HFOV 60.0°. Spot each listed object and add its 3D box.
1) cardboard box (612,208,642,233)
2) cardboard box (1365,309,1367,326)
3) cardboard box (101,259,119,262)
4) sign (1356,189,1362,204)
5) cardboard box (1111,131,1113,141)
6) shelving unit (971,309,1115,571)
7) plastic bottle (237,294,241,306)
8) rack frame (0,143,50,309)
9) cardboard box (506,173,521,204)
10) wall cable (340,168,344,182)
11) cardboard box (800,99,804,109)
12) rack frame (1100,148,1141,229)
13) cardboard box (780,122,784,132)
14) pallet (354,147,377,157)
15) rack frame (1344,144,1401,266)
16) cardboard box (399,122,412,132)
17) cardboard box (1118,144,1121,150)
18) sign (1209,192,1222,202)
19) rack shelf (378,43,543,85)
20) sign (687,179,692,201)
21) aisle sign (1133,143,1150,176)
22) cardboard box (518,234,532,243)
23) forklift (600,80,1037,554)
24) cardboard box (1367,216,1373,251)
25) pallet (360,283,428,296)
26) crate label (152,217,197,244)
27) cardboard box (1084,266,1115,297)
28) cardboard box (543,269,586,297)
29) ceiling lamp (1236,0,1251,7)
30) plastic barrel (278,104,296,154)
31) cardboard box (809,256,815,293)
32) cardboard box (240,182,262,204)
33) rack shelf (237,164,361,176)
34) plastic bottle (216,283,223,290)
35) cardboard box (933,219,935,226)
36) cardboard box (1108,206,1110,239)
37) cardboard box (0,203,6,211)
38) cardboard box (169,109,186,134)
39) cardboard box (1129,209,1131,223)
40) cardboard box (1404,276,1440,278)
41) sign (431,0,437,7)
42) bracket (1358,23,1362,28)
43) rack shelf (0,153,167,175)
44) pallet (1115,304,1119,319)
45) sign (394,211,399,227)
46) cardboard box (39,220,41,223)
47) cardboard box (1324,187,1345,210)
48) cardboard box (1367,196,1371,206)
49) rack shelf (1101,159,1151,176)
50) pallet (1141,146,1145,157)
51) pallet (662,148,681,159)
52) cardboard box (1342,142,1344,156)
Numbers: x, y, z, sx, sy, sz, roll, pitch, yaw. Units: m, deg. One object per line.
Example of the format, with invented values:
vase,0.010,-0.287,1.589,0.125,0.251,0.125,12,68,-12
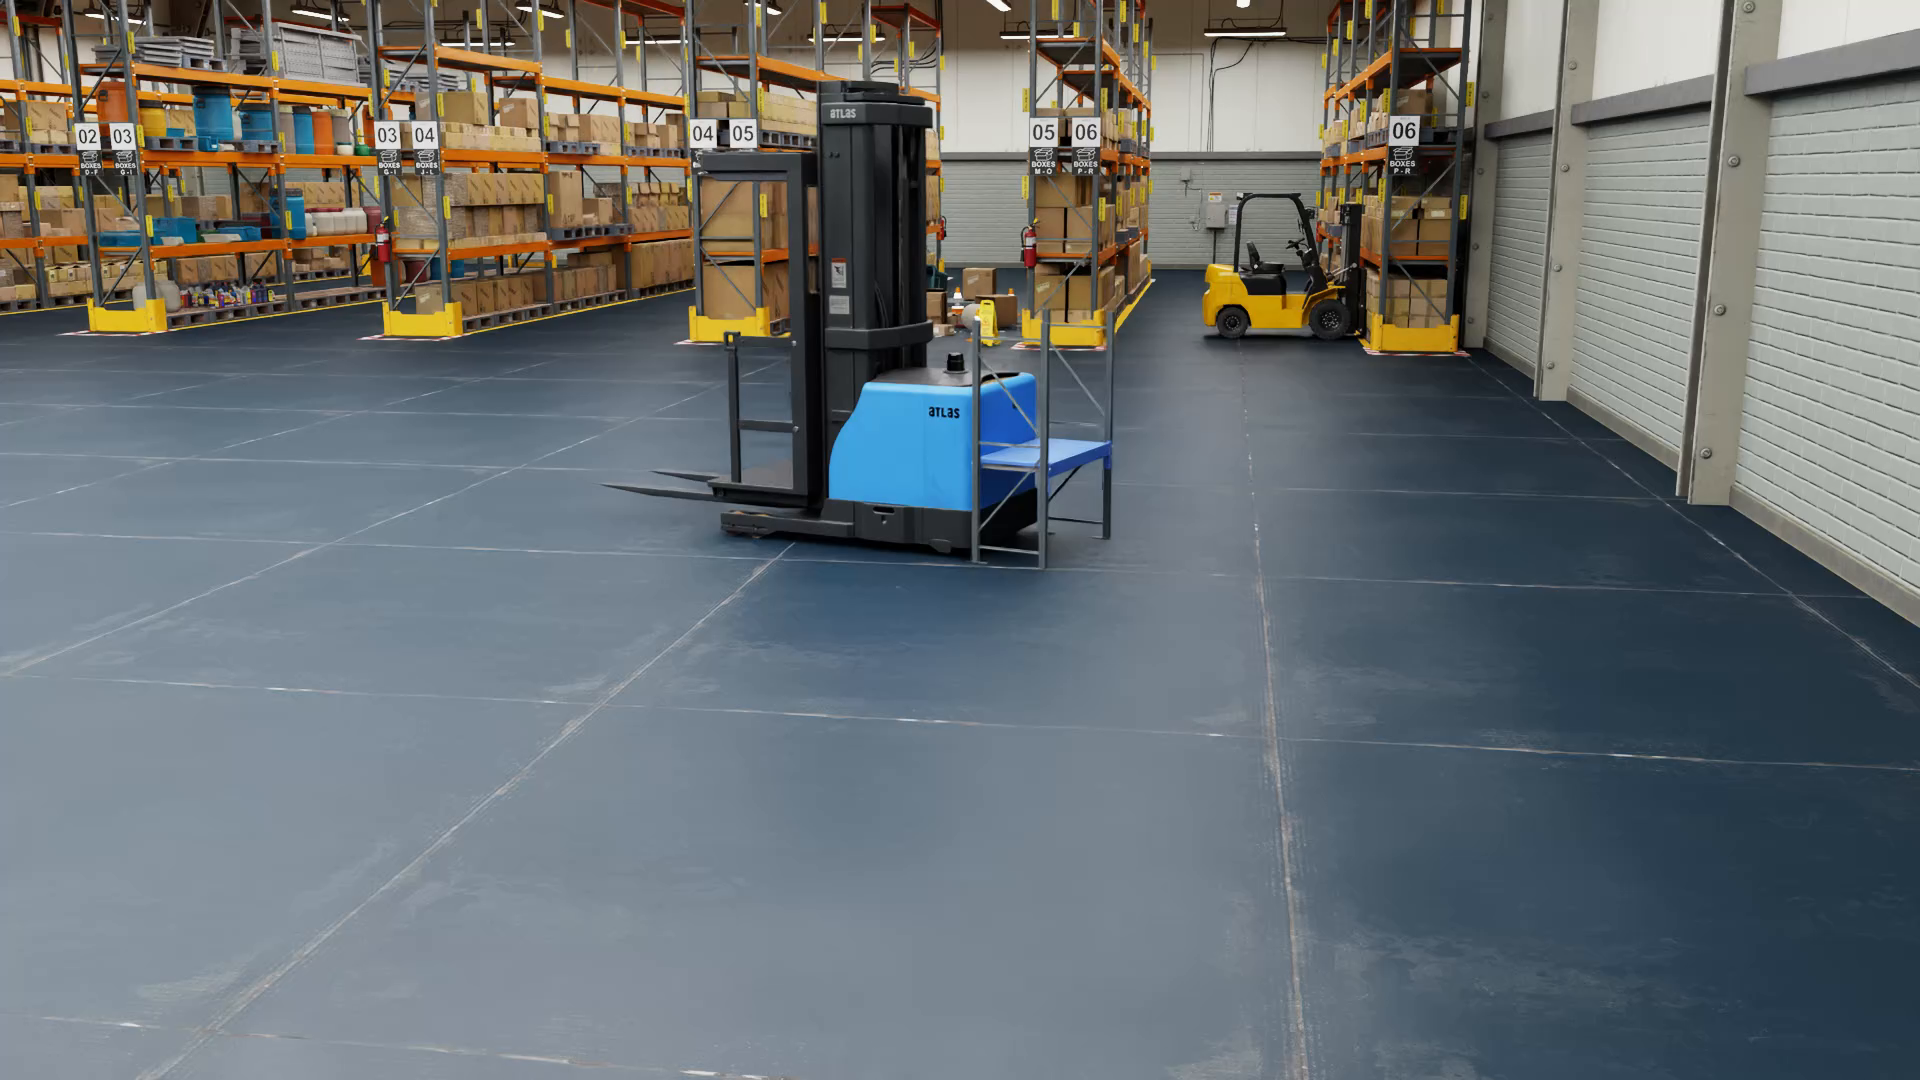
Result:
cardboard box,-6.736,-6.435,33.495,0.500,0.500,0.500,2,12,10
cardboard box,6.319,-3.323,24.824,0.500,0.250,0.500,2,12,9
cardboard box,-17.311,-5.542,33.786,0.500,0.311,0.500,2,12,7
sign,6.465,-5.523,26.939,0.100,0.325,0.005,2,12,9
cardboard box,2.126,-6.367,25.946,0.500,0.250,0.500,2,12,8
shelving unit,0.535,-0.665,10.521,0.538,1.500,1.048,6,14,27
plastic bottle,-12.502,-4.159,28.769,0.097,0.201,0.097,0,12,0
rack frame,-17.483,-5.783,30.706,1.000,3.000,0.127,2,12,9
cardboard box,-7.645,-5.833,27.624,0.500,0.500,0.500,2,12,9
wall cable,-19.309,-11.021,48.143,3.097,2.526,0.112,2,12,9
cardboard box,-2.705,-6.969,26.561,0.380,0.149,0.250,2,12,9
rack frame,3.328,-6.805,35.451,1.000,3.000,0.127,2,12,9
cardboard box,-2.900,-6.315,25.420,0.380,0.149,0.250,2,12,9
pallet,-11.759,-7.984,34.250,1.003,0.211,1.213,2,12,9
rack frame,7.618,-5.812,30.844,1.000,3.000,0.127,2,12,9
cardboard box,-8.576,-6.284,25.322,0.380,0.149,0.250,2,12,9
cardboard box,2.506,-7.171,29.782,0.797,0.503,0.637,2,12,9
sign,6.817,-9.163,44.429,0.339,0.242,0.001,2,12,9
rack shelf,-8.002,-7.624,26.725,1.077,0.370,4.000,2,12,9
sign,-3.958,-5.149,24.454,0.100,0.325,0.005,2,12,9
aisle sign,4.260,-8.914,39.063,0.394,0.787,0.004,2,12,9
cardboard box,-7.511,-5.126,28.257,0.380,0.149,0.250,2,12,9
forklift,-1.037,-1.536,11.164,3.031,2.935,1.130,6,13,25
cardboard box,6.438,-4.626,25.103,0.500,0.500,0.500,2,12,9
pallet,-11.893,-5.256,34.883,1.003,0.211,1.213,2,12,9
crate label,-13.188,-5.198,27.909,0.502,0.435,0.616,2,12,9
cardboard box,2.272,-4.236,27.278,0.500,0.500,0.500,2,12,8
cardboard box,-7.401,-4.796,31.018,0.700,0.500,0.500,1,12,4
ceiling lamp,5.932,-12.328,32.982,0.800,3.185,2.000,2,12,9
plastic barrel,-12.624,-7.582,30.745,0.600,0.901,0.600,0,12,0
cardboard box,-2.975,-4.317,27.952,0.875,0.875,0.875,2,12,10
cardboard box,-16.430,-8.099,38.845,0.500,0.500,0.500,2,12,9
rack shelf,-15.945,-8.979,40.125,1.077,0.370,4.000,2,12,9
plastic bottle,-13.123,-4.387,29.473,0.144,0.351,0.185,2,12,10
cardboard box,-0.810,-7.527,39.395,0.380,0.149,0.250,2,12,9
cardboard box,2.053,-4.911,25.719,0.500,0.500,0.500,2,12,7
cardboard box,-17.391,-5.979,29.840,0.380,0.149,0.250,2,12,7
cardboard box,-16.716,-8.816,35.051,0.500,0.500,0.500,2,12,9
cardboard box,3.035,-6.241,32.002,0.500,0.250,0.500,2,12,8
cardboard box,6.722,-3.695,24.176,0.500,0.250,0.500,2,12,9
sign,-7.774,-8.039,24.529,0.100,0.325,0.005,2,12,9
bracket,10.231,-13.293,42.773,0.235,0.232,0.430,2,12,9
rack shelf,-17.175,-7.314,32.398,1.077,0.370,4.000,2,12,9
pallet,2.216,-3.939,28.769,1.003,0.211,1.213,2,12,9
sign,-11.429,-6.518,33.728,0.100,0.325,0.005,2,12,9
cardboard box,-21.105,-7.204,37.849,0.380,0.149,0.250,2,12,9
cardboard box,8.282,-7.519,36.630,0.500,0.500,0.500,2,12,10
cardboard box,6.538,-5.273,25.860,0.380,0.149,0.250,2,12,10
rack shelf,3.635,-8.336,37.142,1.077,0.370,4.000,2,12,9
pallet,3.464,-8.398,35.933,1.003,0.211,1.213,2,12,9
pallet,-6.557,-8.307,35.752,0.805,0.209,1.217,1,12,6
cardboard box,7.533,-7.425,31.562,0.500,0.250,0.500,2,12,9
